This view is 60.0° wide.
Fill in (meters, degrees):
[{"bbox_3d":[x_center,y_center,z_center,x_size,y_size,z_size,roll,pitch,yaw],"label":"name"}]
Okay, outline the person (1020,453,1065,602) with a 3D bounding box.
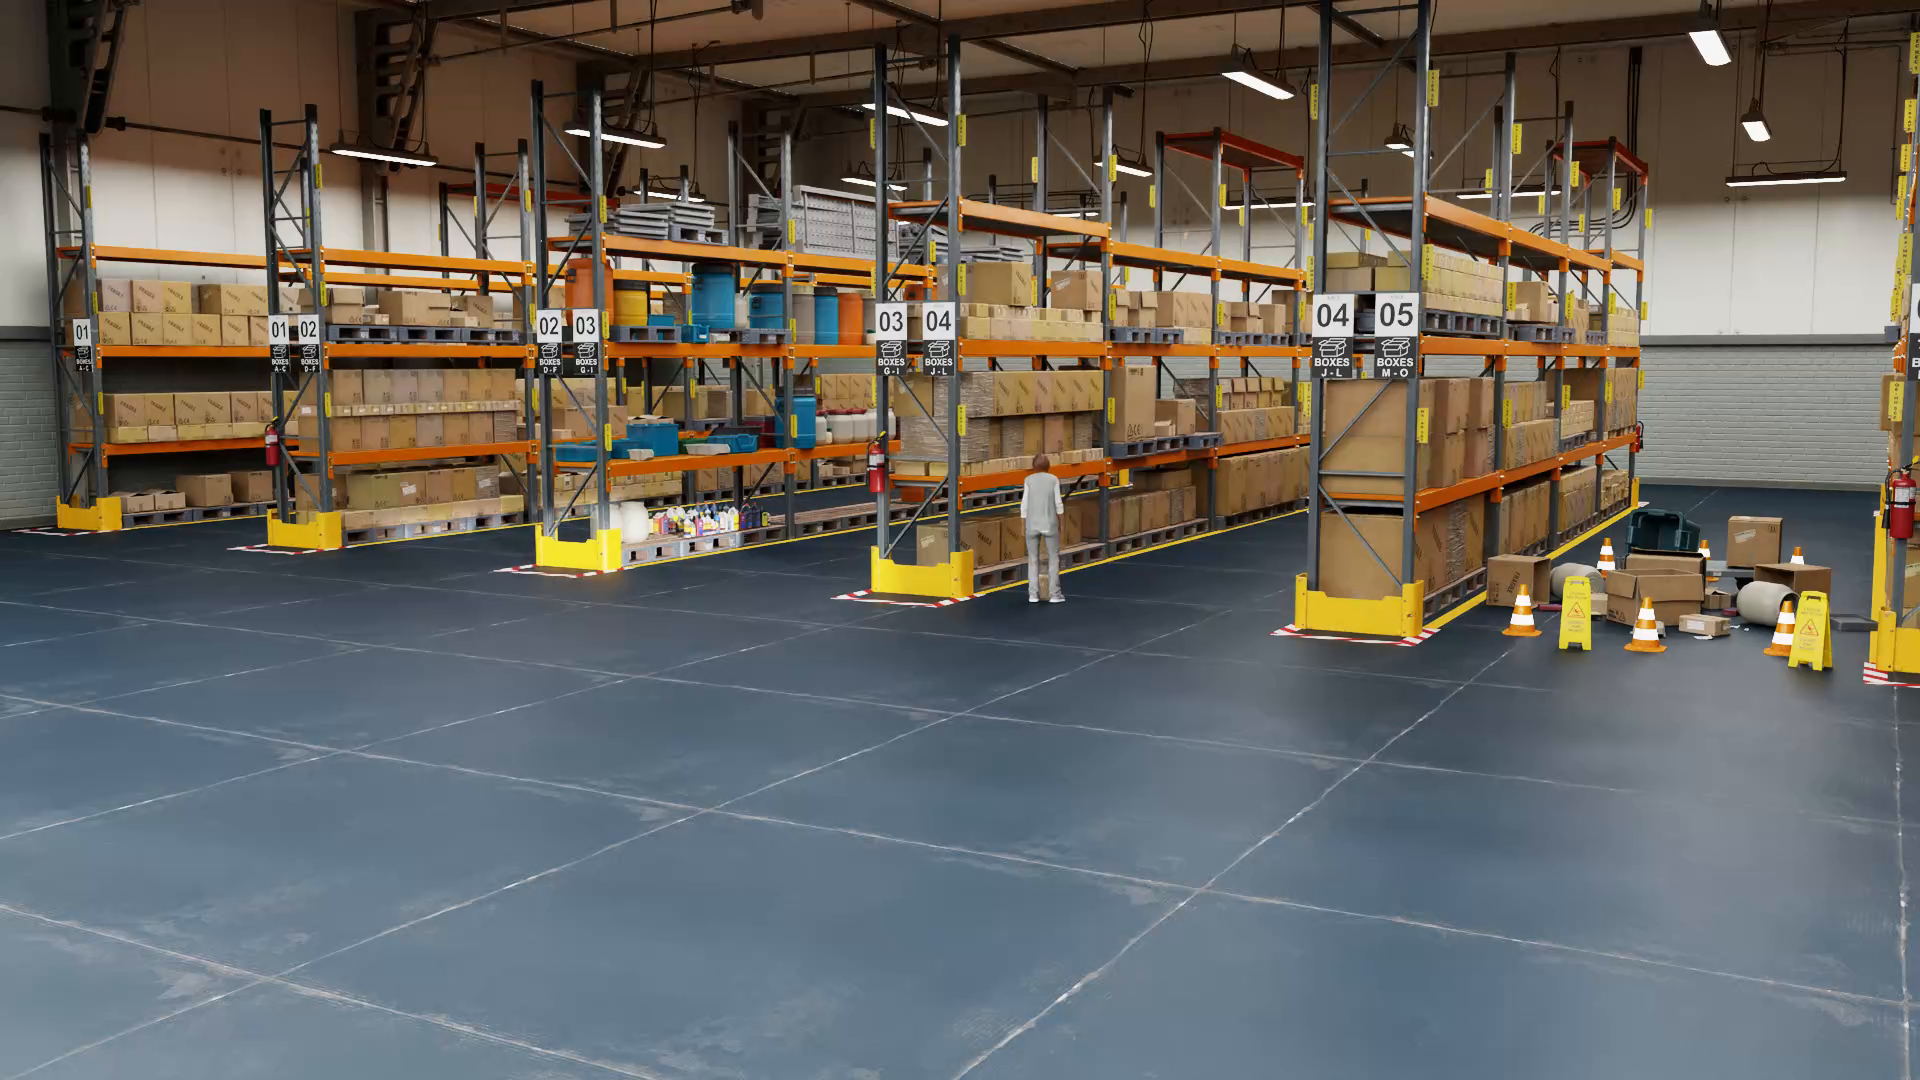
[{"bbox_3d":[0.881,-0.125,17.737,0.476,1.591,0.346,1,6,9],"label":"person"}]
